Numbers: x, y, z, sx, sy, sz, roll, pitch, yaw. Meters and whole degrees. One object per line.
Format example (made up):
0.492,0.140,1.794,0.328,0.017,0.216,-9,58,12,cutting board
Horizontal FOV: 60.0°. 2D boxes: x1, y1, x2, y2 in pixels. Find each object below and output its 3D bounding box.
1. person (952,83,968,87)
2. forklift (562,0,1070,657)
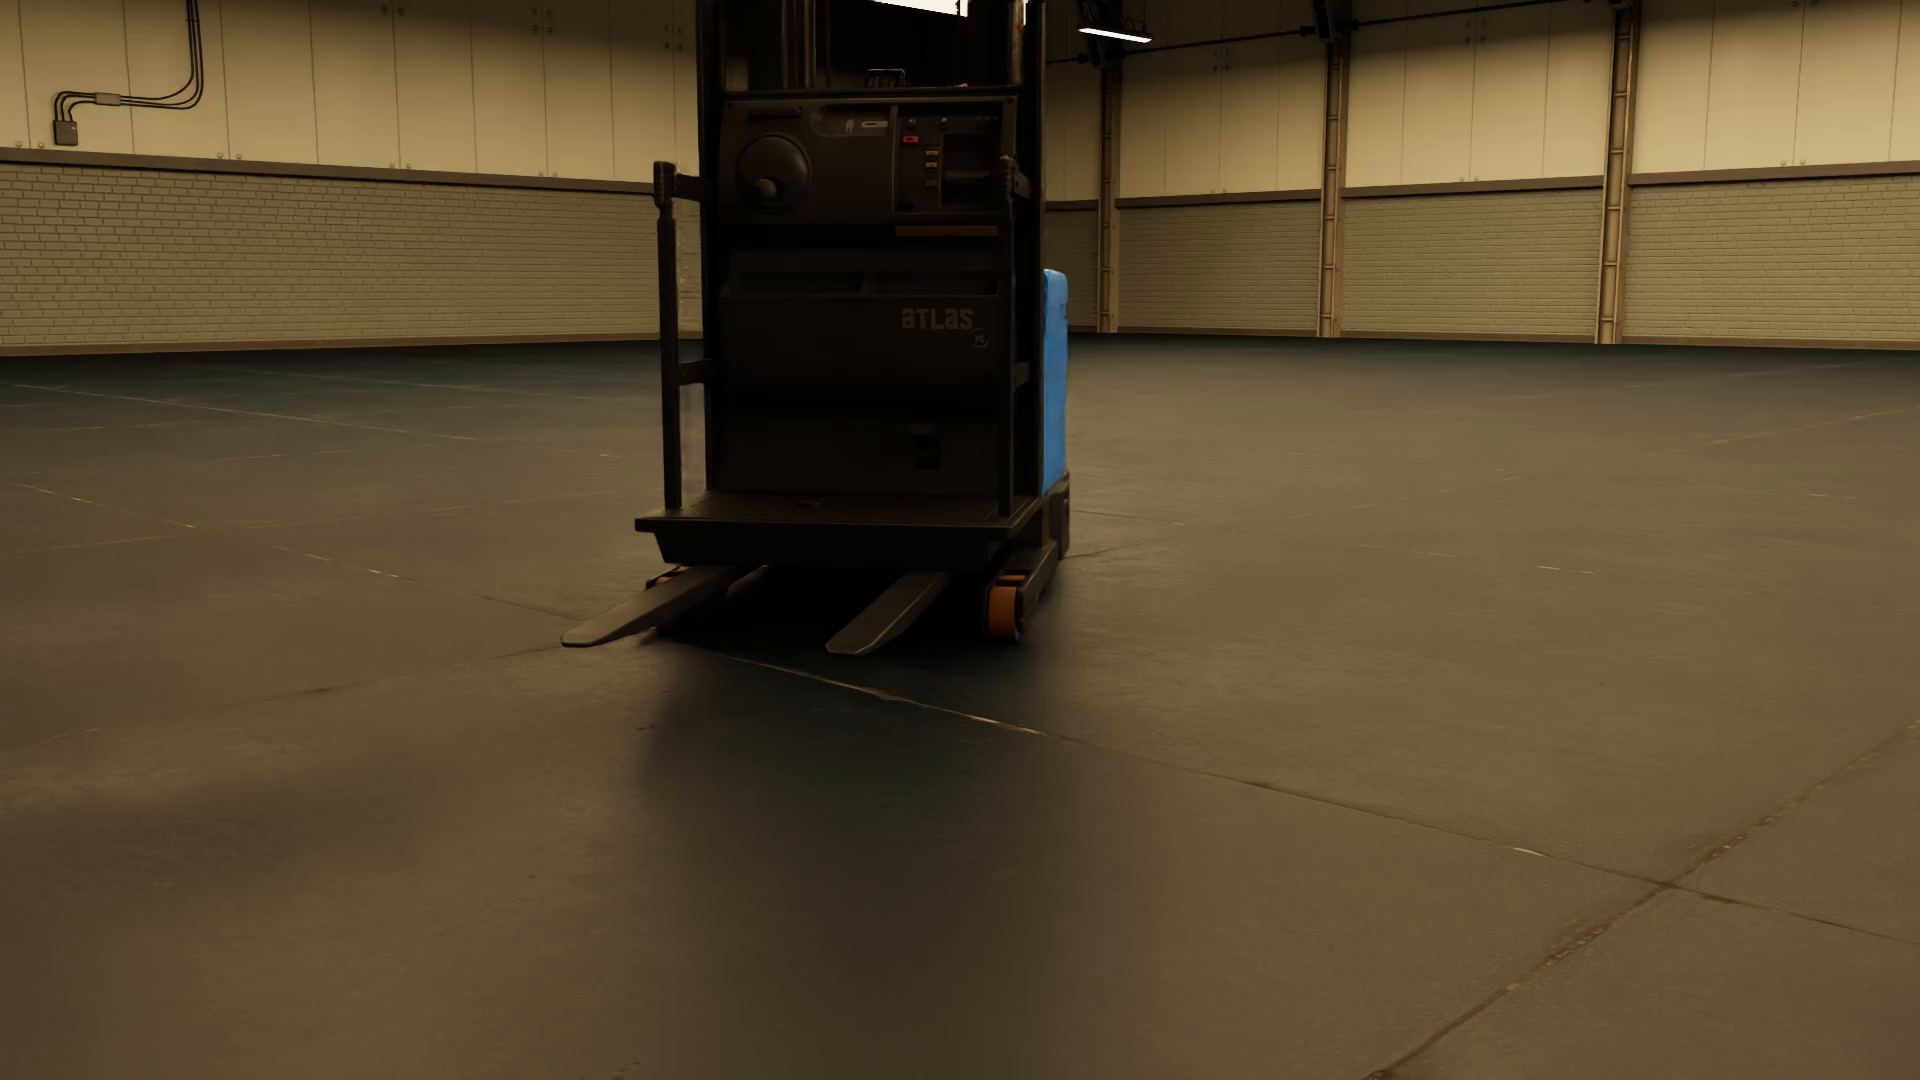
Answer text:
-0.061,-0.896,6.649,0.581,1.776,0.696,8,12,43,person
-0.318,-1.213,4.930,1.130,2.935,3.031,1,9,9,forklift
